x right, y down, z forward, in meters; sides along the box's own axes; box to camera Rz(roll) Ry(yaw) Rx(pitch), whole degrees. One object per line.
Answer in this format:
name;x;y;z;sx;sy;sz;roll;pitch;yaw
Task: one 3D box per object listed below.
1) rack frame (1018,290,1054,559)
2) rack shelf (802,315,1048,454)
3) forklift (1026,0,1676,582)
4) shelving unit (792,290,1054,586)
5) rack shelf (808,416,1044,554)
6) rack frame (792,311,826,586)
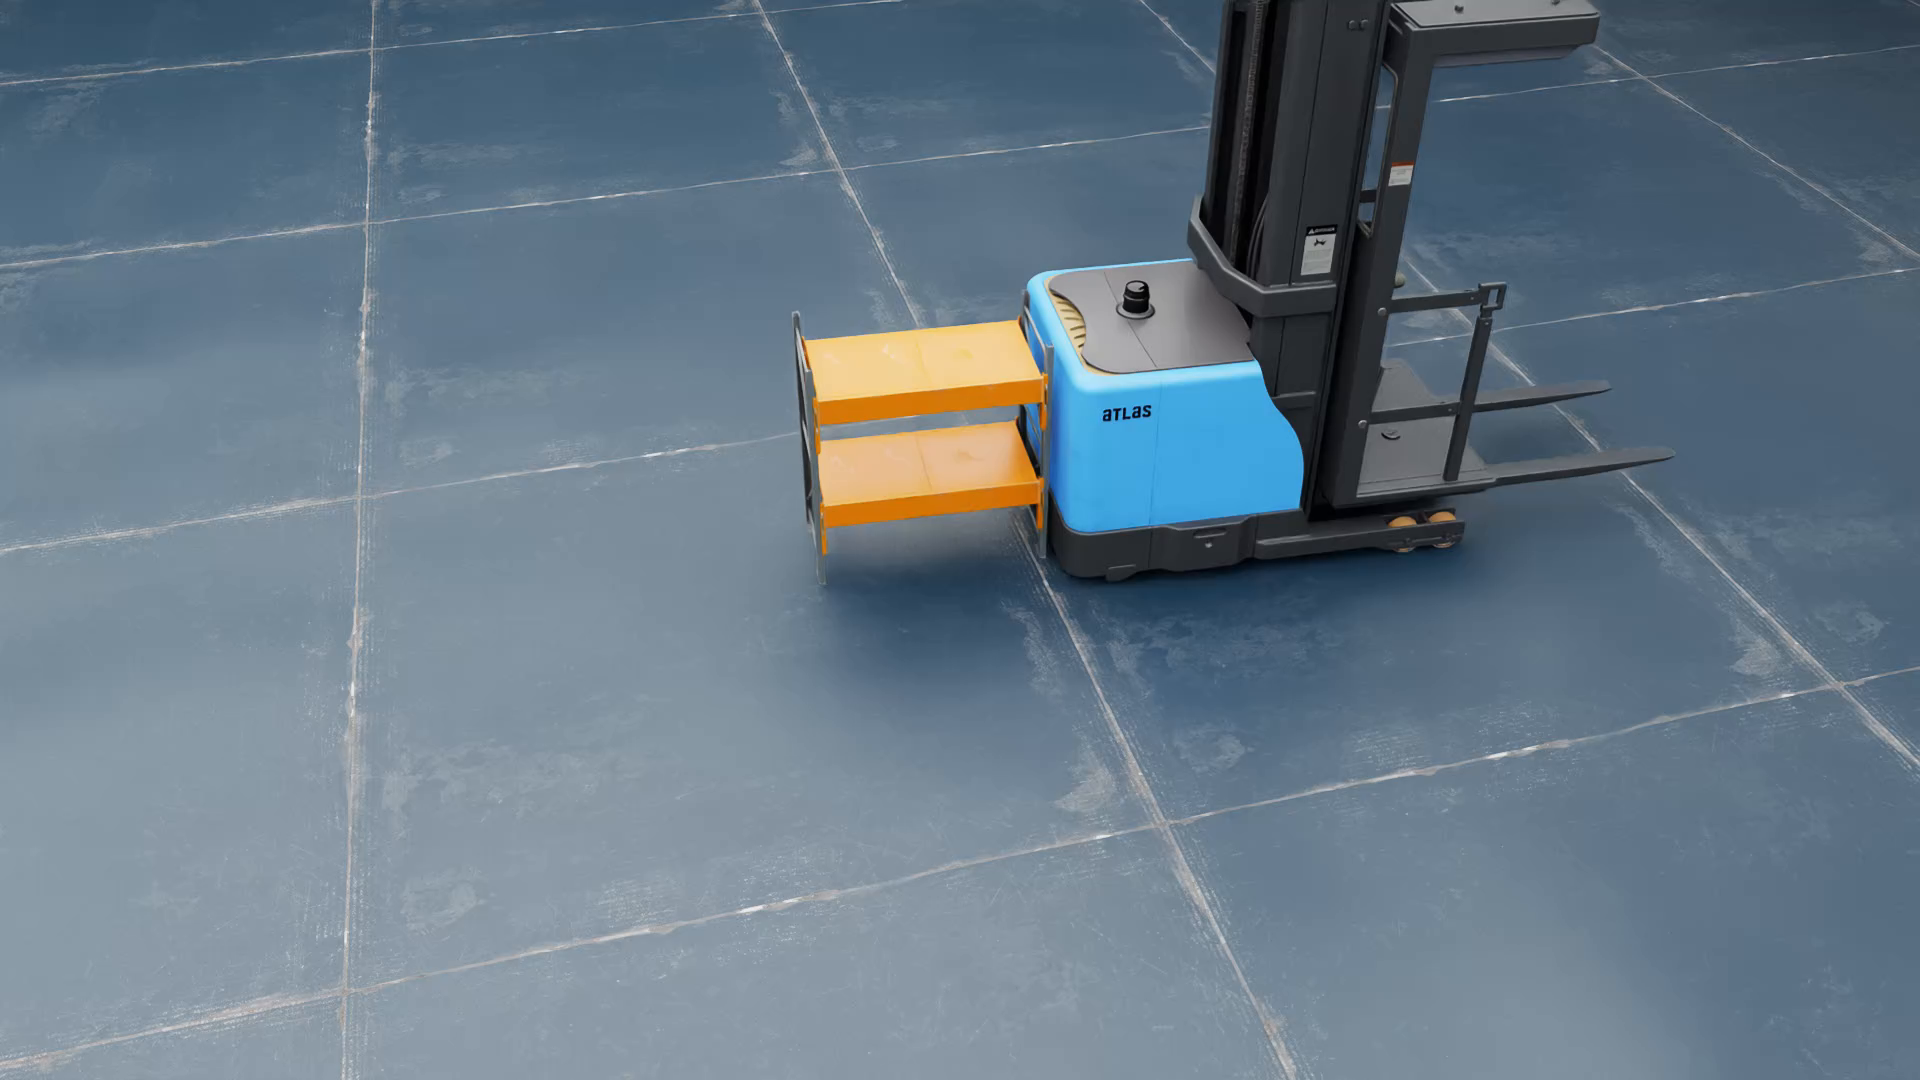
rack frame;0.333;-0.509;7.490;0.032;1.125;0.500;-7;38;-9
rack shelf;-0.166;-0.683;7.235;1.000;0.278;0.538;-7;38;-9
forklift;1.860;-1.415;7.188;3.031;2.935;1.130;-7;38;-9
shelving unit;-0.166;-0.451;7.413;1.048;1.125;0.538;-7;38;-9
rack shelf;-0.166;-0.256;7.562;1.000;0.278;0.538;-7;38;-9
rack frame;-0.665;-0.392;7.337;0.032;1.125;0.500;-7;38;-9
